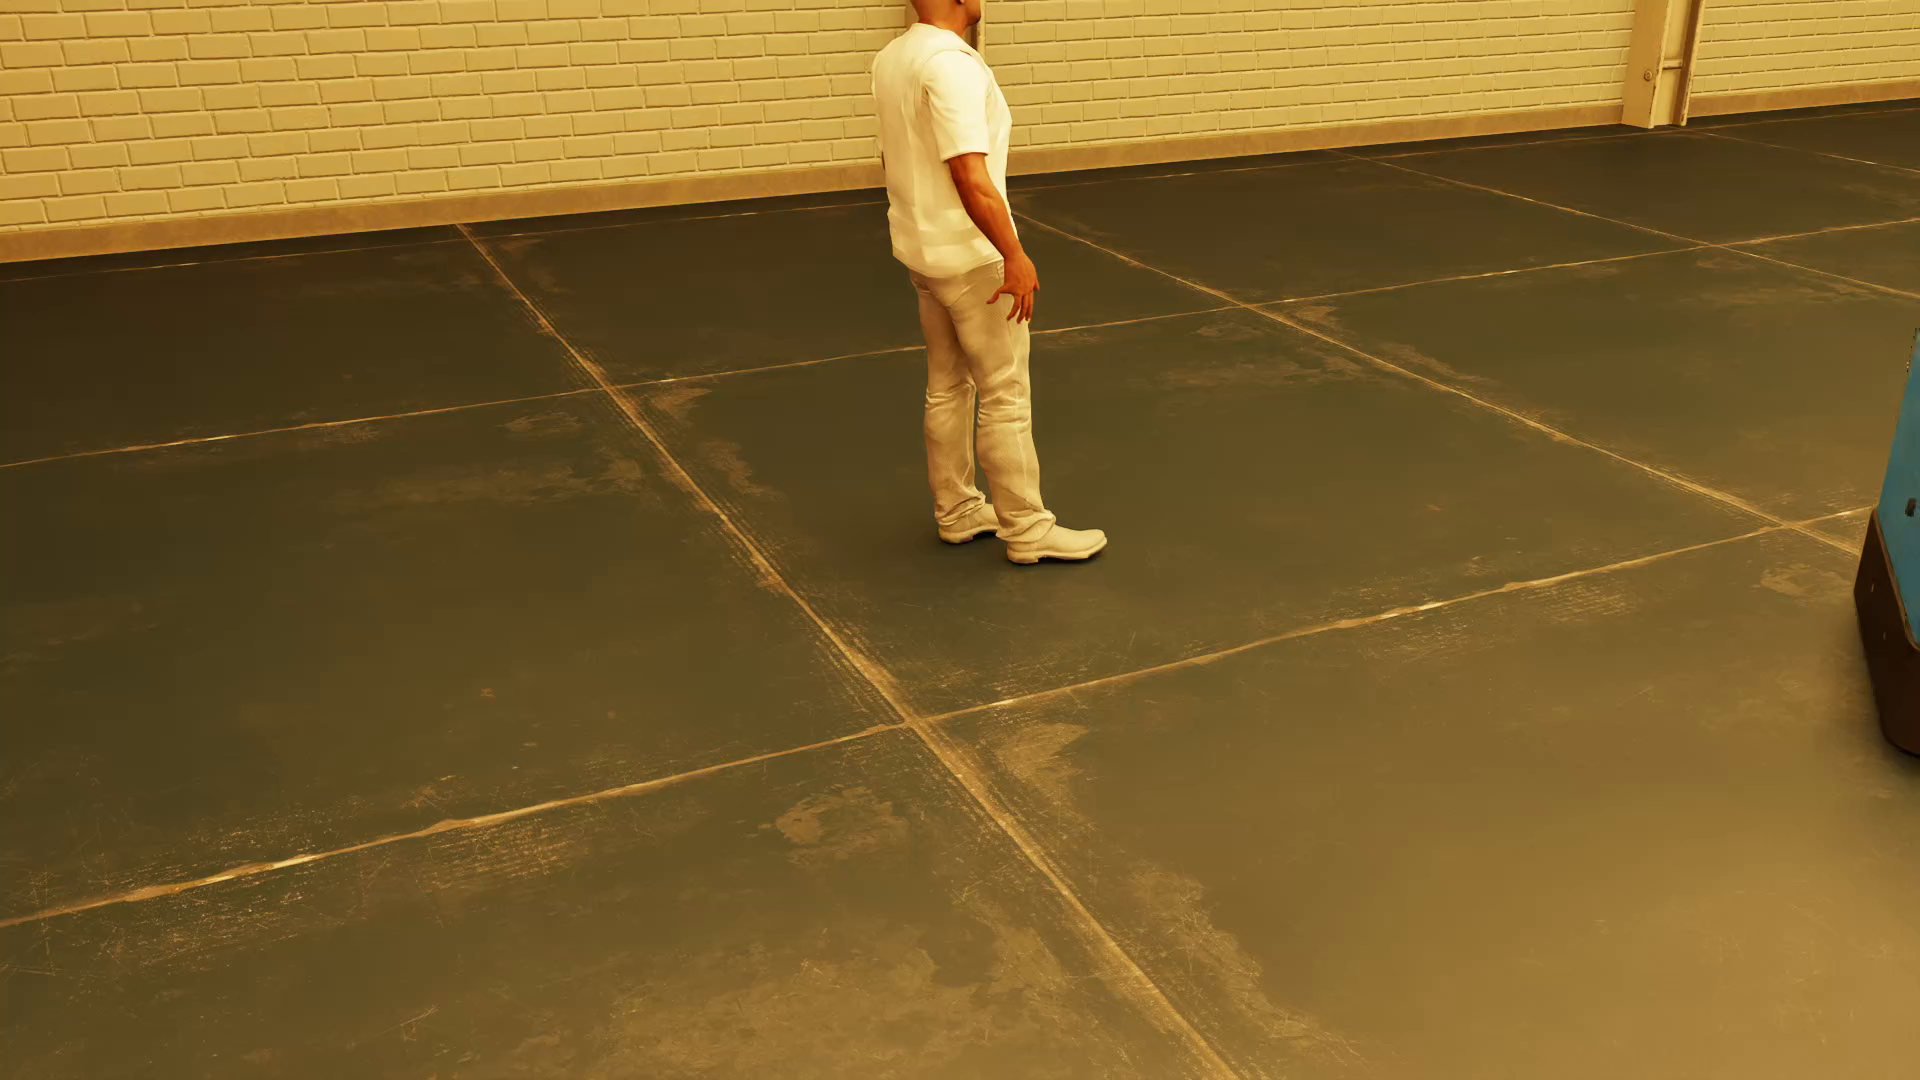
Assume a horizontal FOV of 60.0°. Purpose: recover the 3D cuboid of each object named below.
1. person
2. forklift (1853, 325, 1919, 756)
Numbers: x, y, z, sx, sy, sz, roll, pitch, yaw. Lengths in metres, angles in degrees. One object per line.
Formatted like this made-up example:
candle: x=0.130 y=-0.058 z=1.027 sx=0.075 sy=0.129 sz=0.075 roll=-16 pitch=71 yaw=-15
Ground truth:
person: x=0.065 y=-0.831 z=4.787 sx=0.577 sy=1.765 sz=0.666 roll=-10 pitch=25 yaw=-23
forklift: x=3.702 y=-0.774 z=3.150 sx=3.031 sy=2.935 sz=1.130 roll=9 pitch=24 yaw=20
